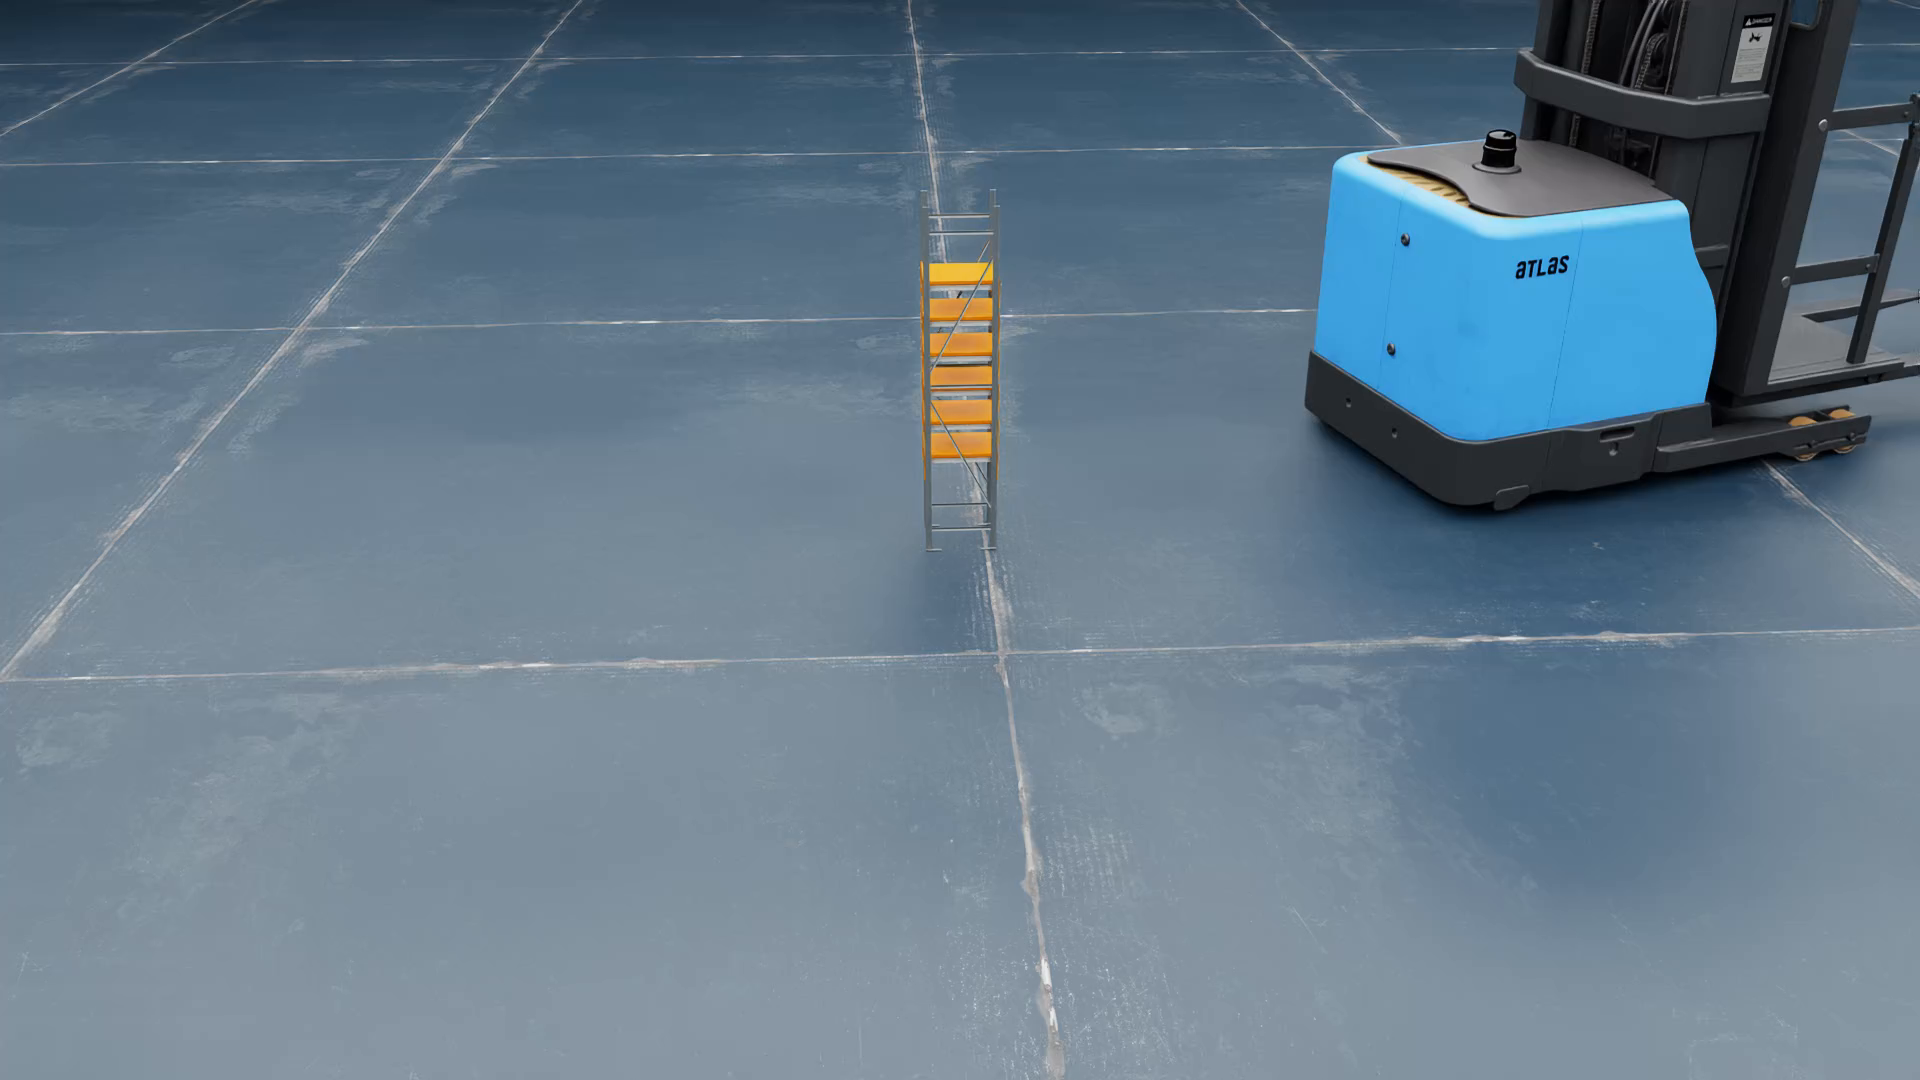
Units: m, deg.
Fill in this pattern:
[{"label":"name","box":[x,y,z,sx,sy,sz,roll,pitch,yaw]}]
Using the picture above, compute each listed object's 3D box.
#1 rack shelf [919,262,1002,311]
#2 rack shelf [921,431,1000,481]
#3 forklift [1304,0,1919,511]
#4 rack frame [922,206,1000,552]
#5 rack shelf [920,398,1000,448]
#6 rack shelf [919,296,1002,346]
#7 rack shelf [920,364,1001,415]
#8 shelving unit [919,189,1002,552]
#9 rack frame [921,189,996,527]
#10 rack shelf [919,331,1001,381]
[{"label":"rack shelf","box":[-0.001,-0.818,5.339,0.258,0.103,0.180,-1,28,-3]},{"label":"rack shelf","box":[-0.001,-0.286,5.617,0.258,0.103,0.180,-1,28,-3]},{"label":"forklift","box":[2.942,-1.817,6.064,3.031,2.935,1.130,-10,29,-18]},{"label":"rack frame","box":[0.004,-0.496,5.404,0.240,1.200,0.006,-1,28,-3]},{"label":"rack shelf","box":[-0.001,-0.393,5.561,0.258,0.103,0.180,-1,28,-3]},{"label":"rack shelf","box":[-0.001,-0.712,5.395,0.258,0.103,0.180,-1,28,-3]},{"label":"rack shelf","box":[-0.001,-0.499,5.506,0.258,0.103,0.180,-1,28,-3]},{"label":"shelving unit","box":[-0.001,-0.539,5.485,0.258,1.200,0.189,-1,28,-3]},{"label":"rack frame","box":[-0.006,-0.581,5.566,0.240,1.200,0.006,-1,28,-3]},{"label":"rack shelf","box":[-0.001,-0.606,5.450,0.258,0.103,0.180,-1,28,-3]}]
